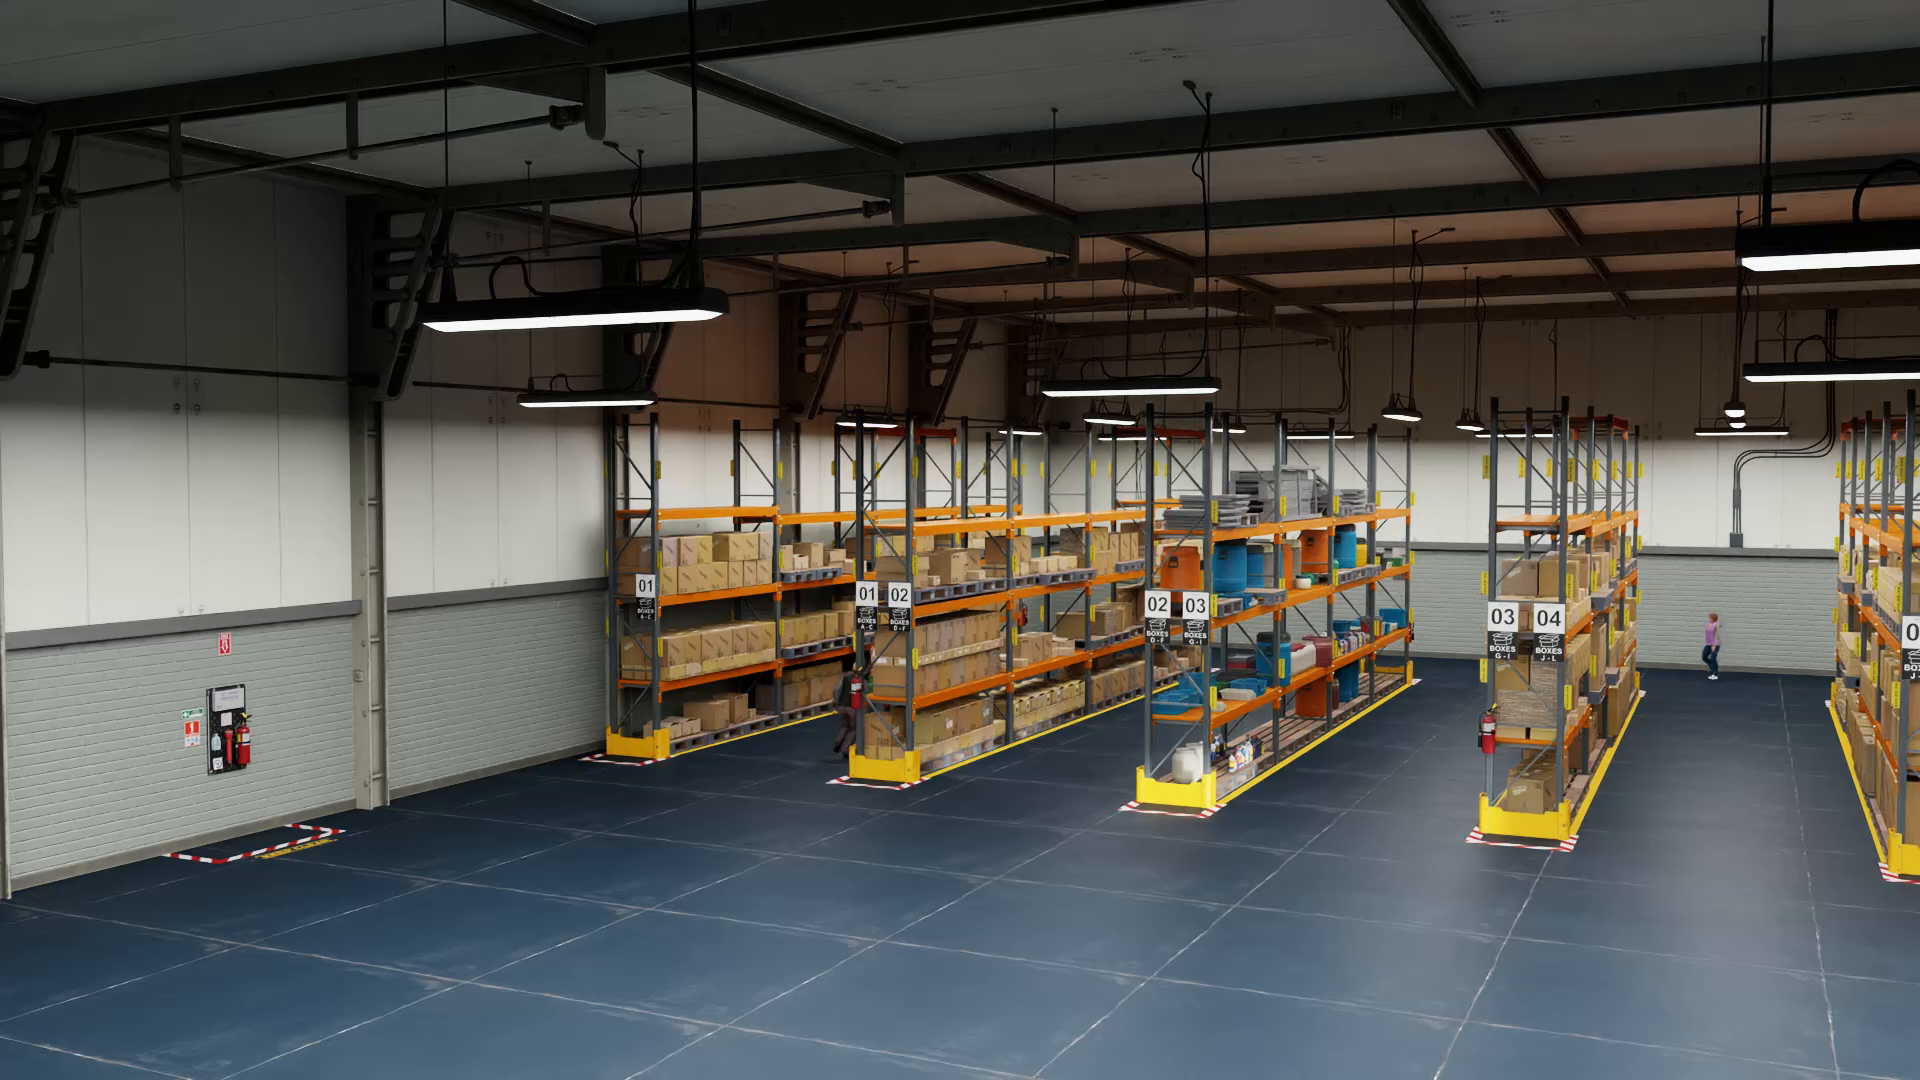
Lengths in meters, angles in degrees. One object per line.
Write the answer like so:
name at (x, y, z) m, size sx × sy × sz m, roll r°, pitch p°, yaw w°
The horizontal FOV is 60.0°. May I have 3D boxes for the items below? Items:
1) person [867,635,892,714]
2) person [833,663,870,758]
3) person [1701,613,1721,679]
person at (-1.630, 2.738, 32.926) m, size 0.542 × 1.818 × 0.772 m, roll 1°, pitch 3°, yaw 30°
person at (-1.886, 2.971, 29.189) m, size 0.630 × 1.617 × 0.753 m, roll 1°, pitch 3°, yaw 28°
person at (17.957, 2.520, 39.648) m, size 0.430 × 1.590 × 0.417 m, roll -1°, pitch 3°, yaw -18°
